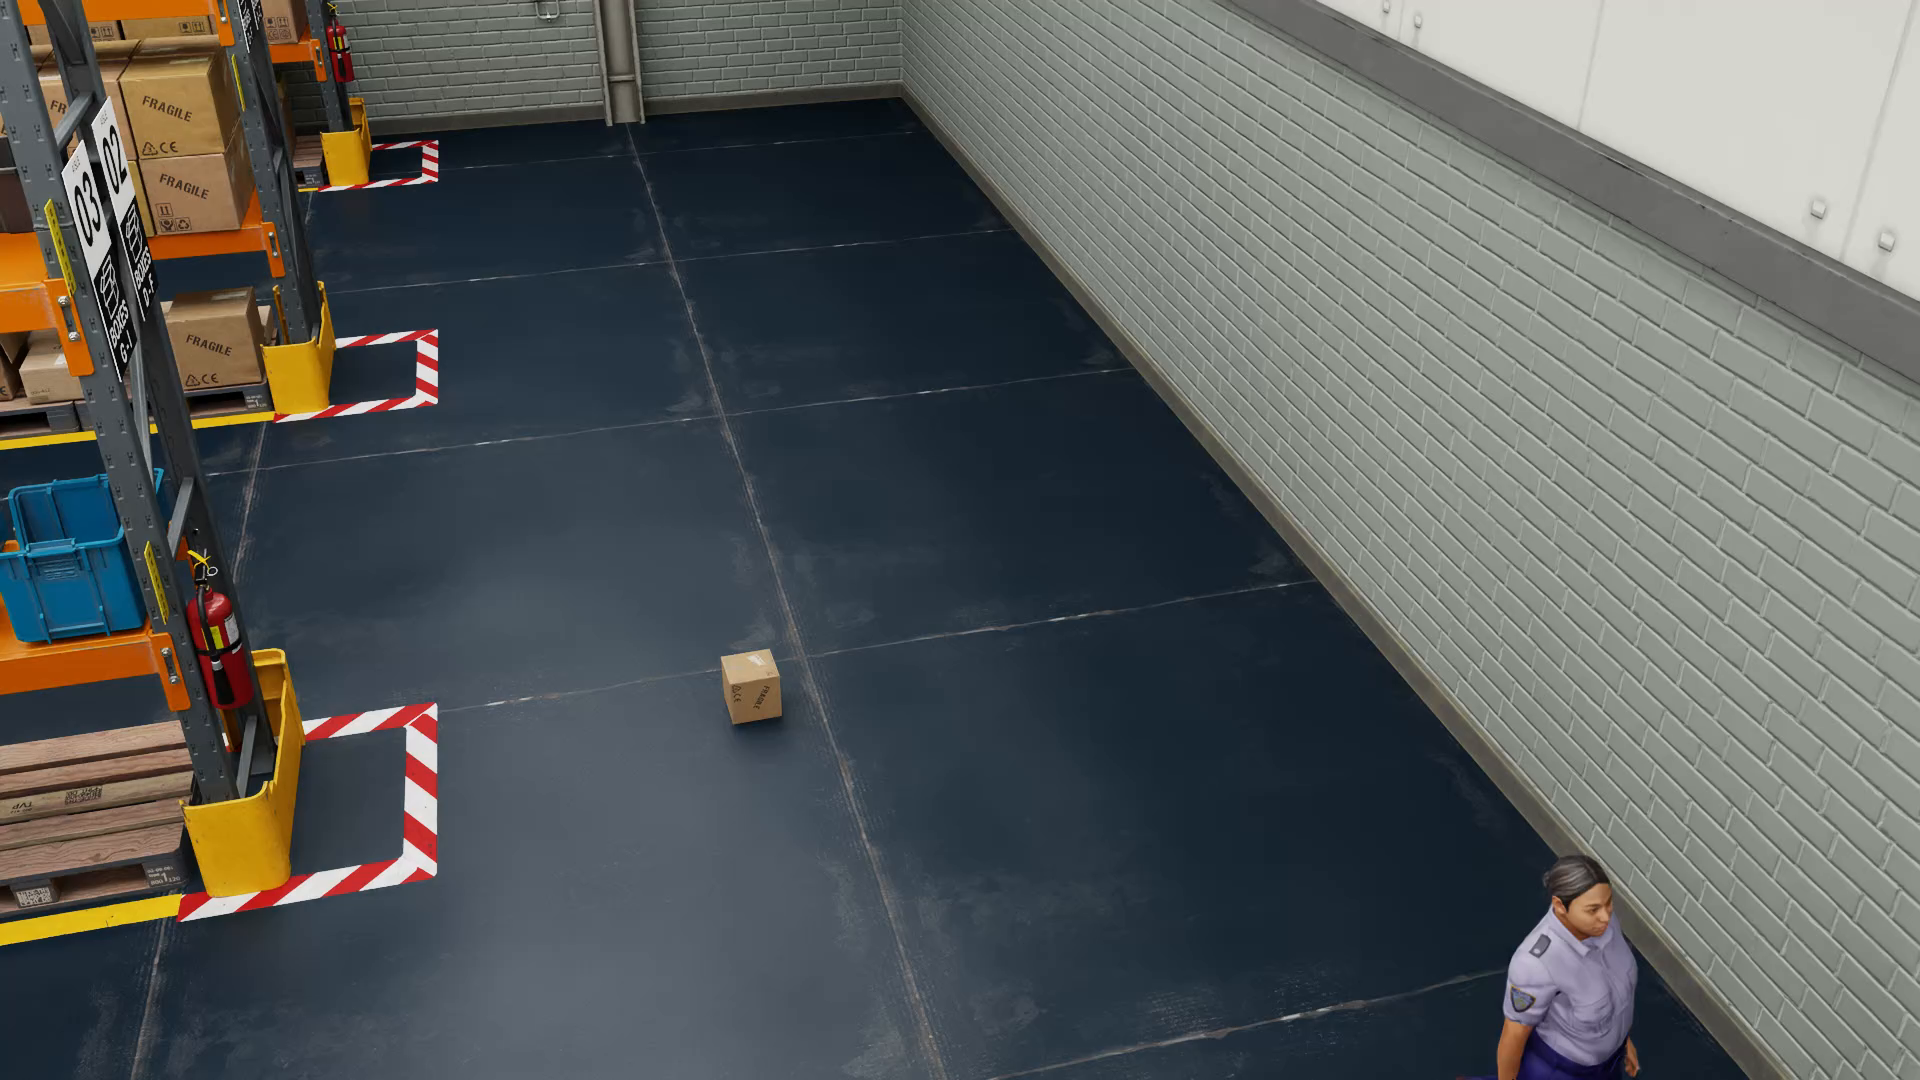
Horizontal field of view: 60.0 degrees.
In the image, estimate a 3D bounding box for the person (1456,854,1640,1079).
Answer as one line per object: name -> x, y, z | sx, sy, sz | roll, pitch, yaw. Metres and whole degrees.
person -> 1.983, 1.693, 5.372 | 0.817, 1.601, 0.498 | 26, 39, 37
